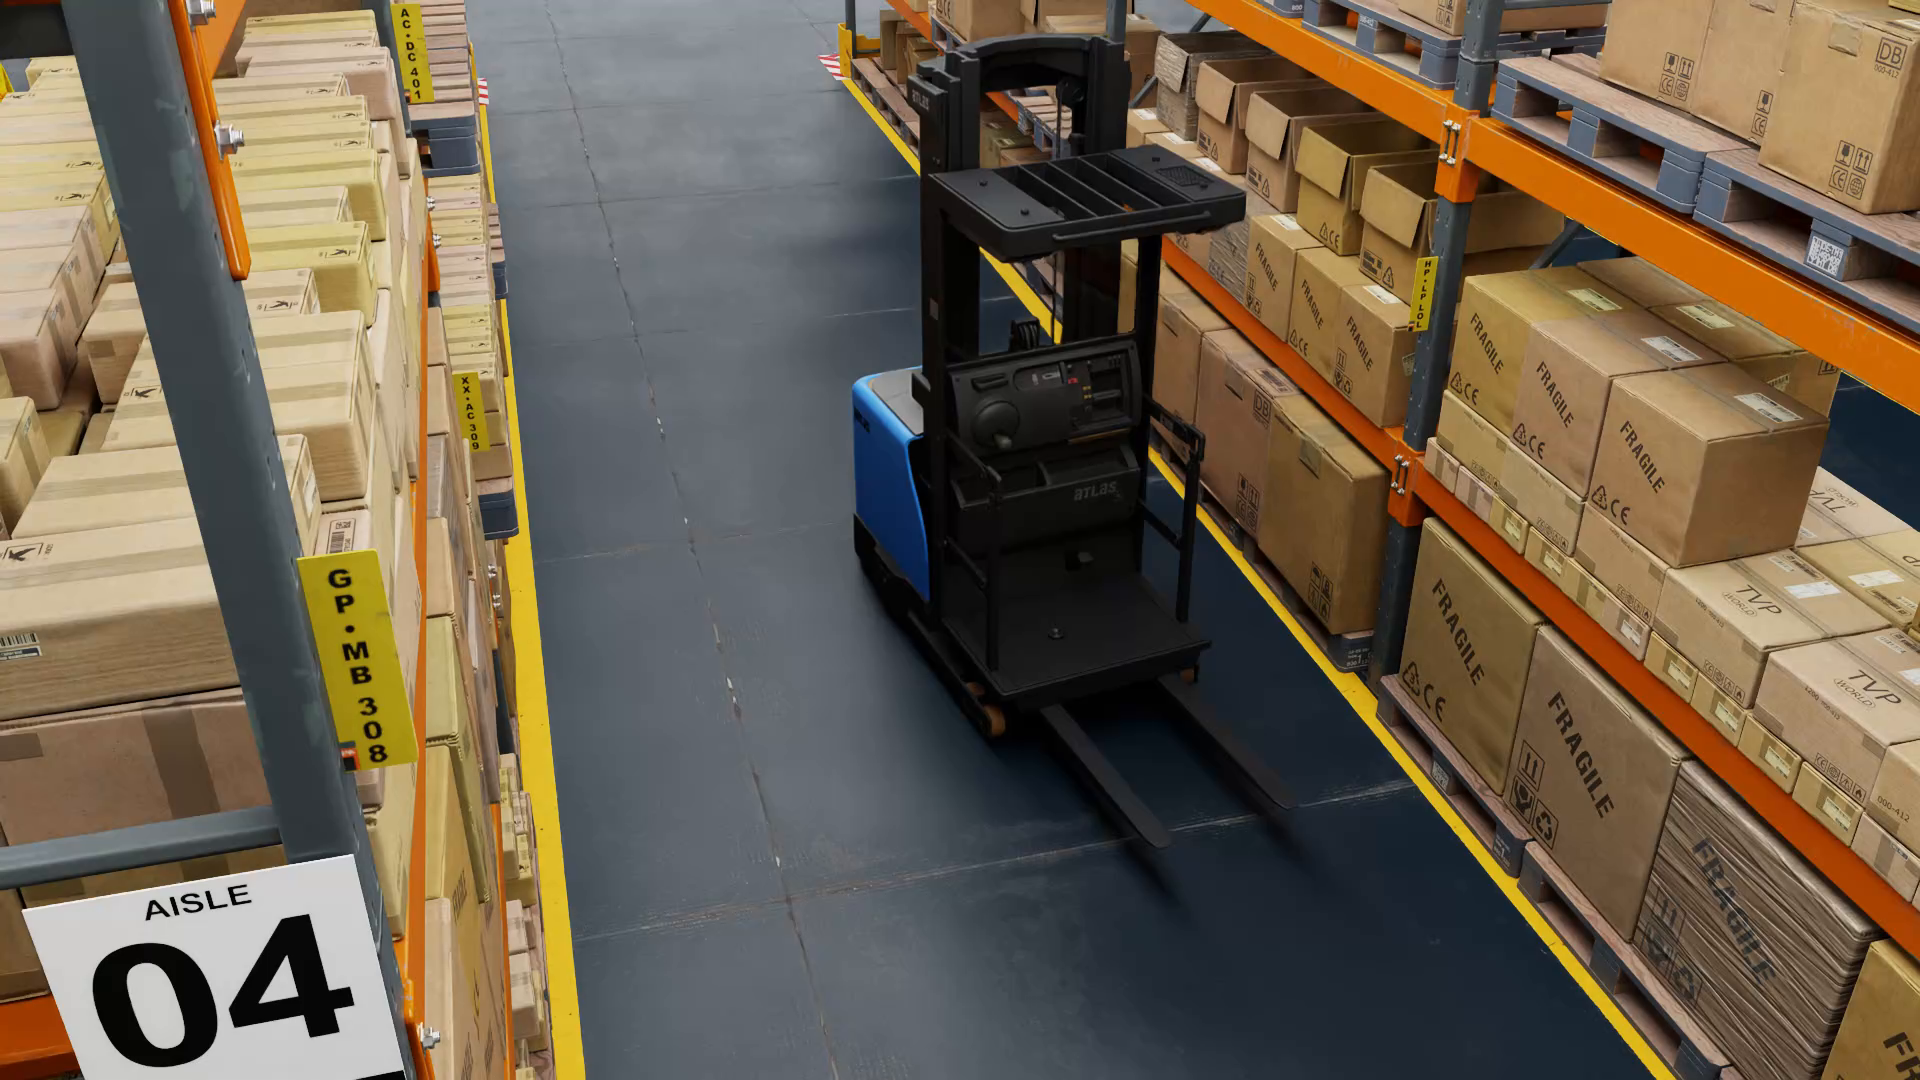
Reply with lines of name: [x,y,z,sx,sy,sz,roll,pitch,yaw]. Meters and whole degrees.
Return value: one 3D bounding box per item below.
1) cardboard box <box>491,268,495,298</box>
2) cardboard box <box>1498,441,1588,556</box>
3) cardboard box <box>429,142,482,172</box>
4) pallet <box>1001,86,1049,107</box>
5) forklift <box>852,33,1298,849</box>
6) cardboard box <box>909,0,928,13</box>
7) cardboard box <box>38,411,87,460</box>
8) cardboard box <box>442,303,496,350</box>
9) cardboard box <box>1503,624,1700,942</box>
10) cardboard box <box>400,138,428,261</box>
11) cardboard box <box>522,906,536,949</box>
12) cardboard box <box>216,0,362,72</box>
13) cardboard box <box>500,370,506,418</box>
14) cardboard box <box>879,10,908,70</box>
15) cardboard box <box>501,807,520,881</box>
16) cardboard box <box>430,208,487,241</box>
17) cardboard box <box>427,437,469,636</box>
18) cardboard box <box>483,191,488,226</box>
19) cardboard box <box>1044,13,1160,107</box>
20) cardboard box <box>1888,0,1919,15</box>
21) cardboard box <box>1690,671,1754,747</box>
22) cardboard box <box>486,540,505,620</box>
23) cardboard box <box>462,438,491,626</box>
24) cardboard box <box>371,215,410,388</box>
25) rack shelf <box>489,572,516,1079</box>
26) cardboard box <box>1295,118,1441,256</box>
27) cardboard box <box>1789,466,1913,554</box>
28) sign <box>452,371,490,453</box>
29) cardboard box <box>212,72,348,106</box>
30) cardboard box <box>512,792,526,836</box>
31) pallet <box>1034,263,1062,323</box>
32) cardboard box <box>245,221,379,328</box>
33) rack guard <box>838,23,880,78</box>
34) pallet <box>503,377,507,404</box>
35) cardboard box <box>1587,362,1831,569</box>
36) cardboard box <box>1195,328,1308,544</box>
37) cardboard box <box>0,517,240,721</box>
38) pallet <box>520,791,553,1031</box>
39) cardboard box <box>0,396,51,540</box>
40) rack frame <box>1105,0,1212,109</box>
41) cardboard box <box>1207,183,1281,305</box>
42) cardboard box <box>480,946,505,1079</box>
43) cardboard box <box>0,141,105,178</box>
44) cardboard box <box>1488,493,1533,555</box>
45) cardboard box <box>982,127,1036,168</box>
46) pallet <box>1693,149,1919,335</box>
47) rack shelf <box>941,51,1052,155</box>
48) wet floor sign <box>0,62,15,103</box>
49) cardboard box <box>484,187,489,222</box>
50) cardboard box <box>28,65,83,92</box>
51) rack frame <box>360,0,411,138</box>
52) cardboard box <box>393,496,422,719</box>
cardboard box: [-2.503,-1.232,8.216,0.380,0.149,0.250,-7,31,-12]
cardboard box: [2.457,-0.197,6.448,0.500,0.250,0.500,-8,31,-14]
cardboard box: [-2.840,-2.111,9.141,0.380,0.149,0.250,-9,31,-15]
pallet: [0.832,-3.435,12.382,1.003,0.211,1.213,-8,31,-13]
forklift: [0.488,-0.598,7.358,1.130,2.935,3.031,-13,32,-21]
cardboard box: [-0.245,-4.812,14.820,0.380,0.149,0.250,-8,31,-13]
cardboard box: [-1.794,0.022,2.874,0.500,0.250,0.500,-9,31,-15]
cardboard box: [-2.157,-0.865,6.987,0.380,0.149,0.250,-8,31,-13]
cardboard box: [2.795,0.866,6.461,0.875,0.875,0.875,-8,31,-13]
cardboard box: [-1.960,-1.057,5.237,0.500,0.250,0.500,-7,31,-12]
cardboard box: [-1.797,1.427,6.217,0.380,0.149,0.250,-9,31,-15]
cardboard box: [-2.345,-1.746,5.758,0.700,0.500,0.500,-8,31,-13]
cardboard box: [-2.154,-0.604,7.130,0.380,0.149,0.250,-8,31,-13]
cardboard box: [-0.577,-5.227,17.363,0.500,0.500,0.500,-2,30,-4]
cardboard box: [-1.826,1.144,6.111,0.380,0.149,0.250,-8,31,-14]
cardboard box: [-2.499,-1.487,8.062,0.380,0.149,0.250,-6,31,-11]
cardboard box: [-1.701,0.060,4.758,0.500,0.500,0.500,-7,31,-12]
cardboard box: [-2.697,-1.725,8.771,0.380,0.149,0.250,-7,31,-12]
cardboard box: [0.970,-3.304,11.445,0.700,0.500,0.500,-3,30,-6]
cardboard box: [2.993,-1.572,4.609,0.500,0.250,0.500,-9,31,-15]
cardboard box: [2.702,0.539,5.576,0.380,0.149,0.250,-7,31,-12]
cardboard box: [-2.292,0.159,7.309,0.500,0.250,0.500,-9,31,-15]
cardboard box: [-1.950,-0.001,5.860,0.500,0.500,0.500,-8,31,-13]
cardboard box: [-1.553,-0.531,3.829,0.500,0.250,0.500,-9,31,-15]
rack shelf: [-1.820,1.252,4.810,1.077,0.370,4.000,-8,31,-13]
cardboard box: [2.110,-1.753,8.184,0.797,0.503,0.637,-8,31,-13]
cardboard box: [3.104,-0.025,6.151,0.500,0.250,0.500,-7,31,-12]
sign: [-1.830,-0.475,6.213,0.100,0.325,0.005,-8,31,-13]
cardboard box: [-1.863,-1.151,4.503,0.380,0.149,0.250,-7,31,-12]
cardboard box: [-1.877,1.137,6.420,0.380,0.149,0.250,-9,31,-16]
pallet: [1.190,-1.738,12.042,1.003,0.211,1.213,-8,31,-13]
cardboard box: [-1.420,-0.536,3.440,0.380,0.149,0.250,-7,31,-12]
rack guard: [-0.707,-5.313,17.930,1.175,0.500,0.348,-8,31,-13]
pallet: [-3.549,-1.141,11.010,1.003,0.211,1.213,-8,31,-13]
cardboard box: [2.605,-0.269,5.825,0.500,0.500,0.500,-9,31,-15]
cardboard box: [2.031,-0.636,9.056,1.225,0.875,0.875,-9,31,-15]
cardboard box: [-1.155,0.098,2.344,0.380,0.149,0.250,-8,31,-14]
pallet: [-2.138,1.502,6.445,1.003,0.211,1.213,-8,31,-13]
cardboard box: [-1.701,-0.093,2.674,0.380,0.149,0.250,-9,31,-15]
rack frame: [1.396,-2.567,10.691,1.000,3.000,0.127,-8,31,-13]
cardboard box: [1.672,-1.602,8.924,0.500,0.500,0.500,-8,31,-13]
cardboard box: [-1.308,1.226,3.740,0.500,0.500,0.500,-8,31,-13]
cardboard box: [-2.205,-0.833,3.953,0.380,0.149,0.250,-6,31,-11]
cardboard box: [2.356,-0.086,6.654,0.380,0.149,0.250,-7,31,-12]
cardboard box: [0.585,-3.076,13.625,0.700,0.500,0.500,-8,31,-14]
pallet: [2.985,-0.911,4.923,1.003,0.211,1.213,-8,31,-13]
rack shelf: [0.866,-3.222,12.540,1.077,0.370,4.000,-8,31,-13]
wet floor sign: [-9.300,-4.329,16.084,0.267,0.644,0.232,2,30,4]
cardboard box: [-2.838,-1.853,9.288,0.380,0.149,0.250,-7,31,-12]
cardboard box: [-2.346,-1.225,4.630,0.380,0.149,0.250,-8,31,-14]
rack frame: [-2.351,-2.621,4.796,1.000,3.000,0.127,-8,31,-13]
cardboard box: [-1.297,0.168,3.121,0.500,0.250,0.500,-7,31,-12]
